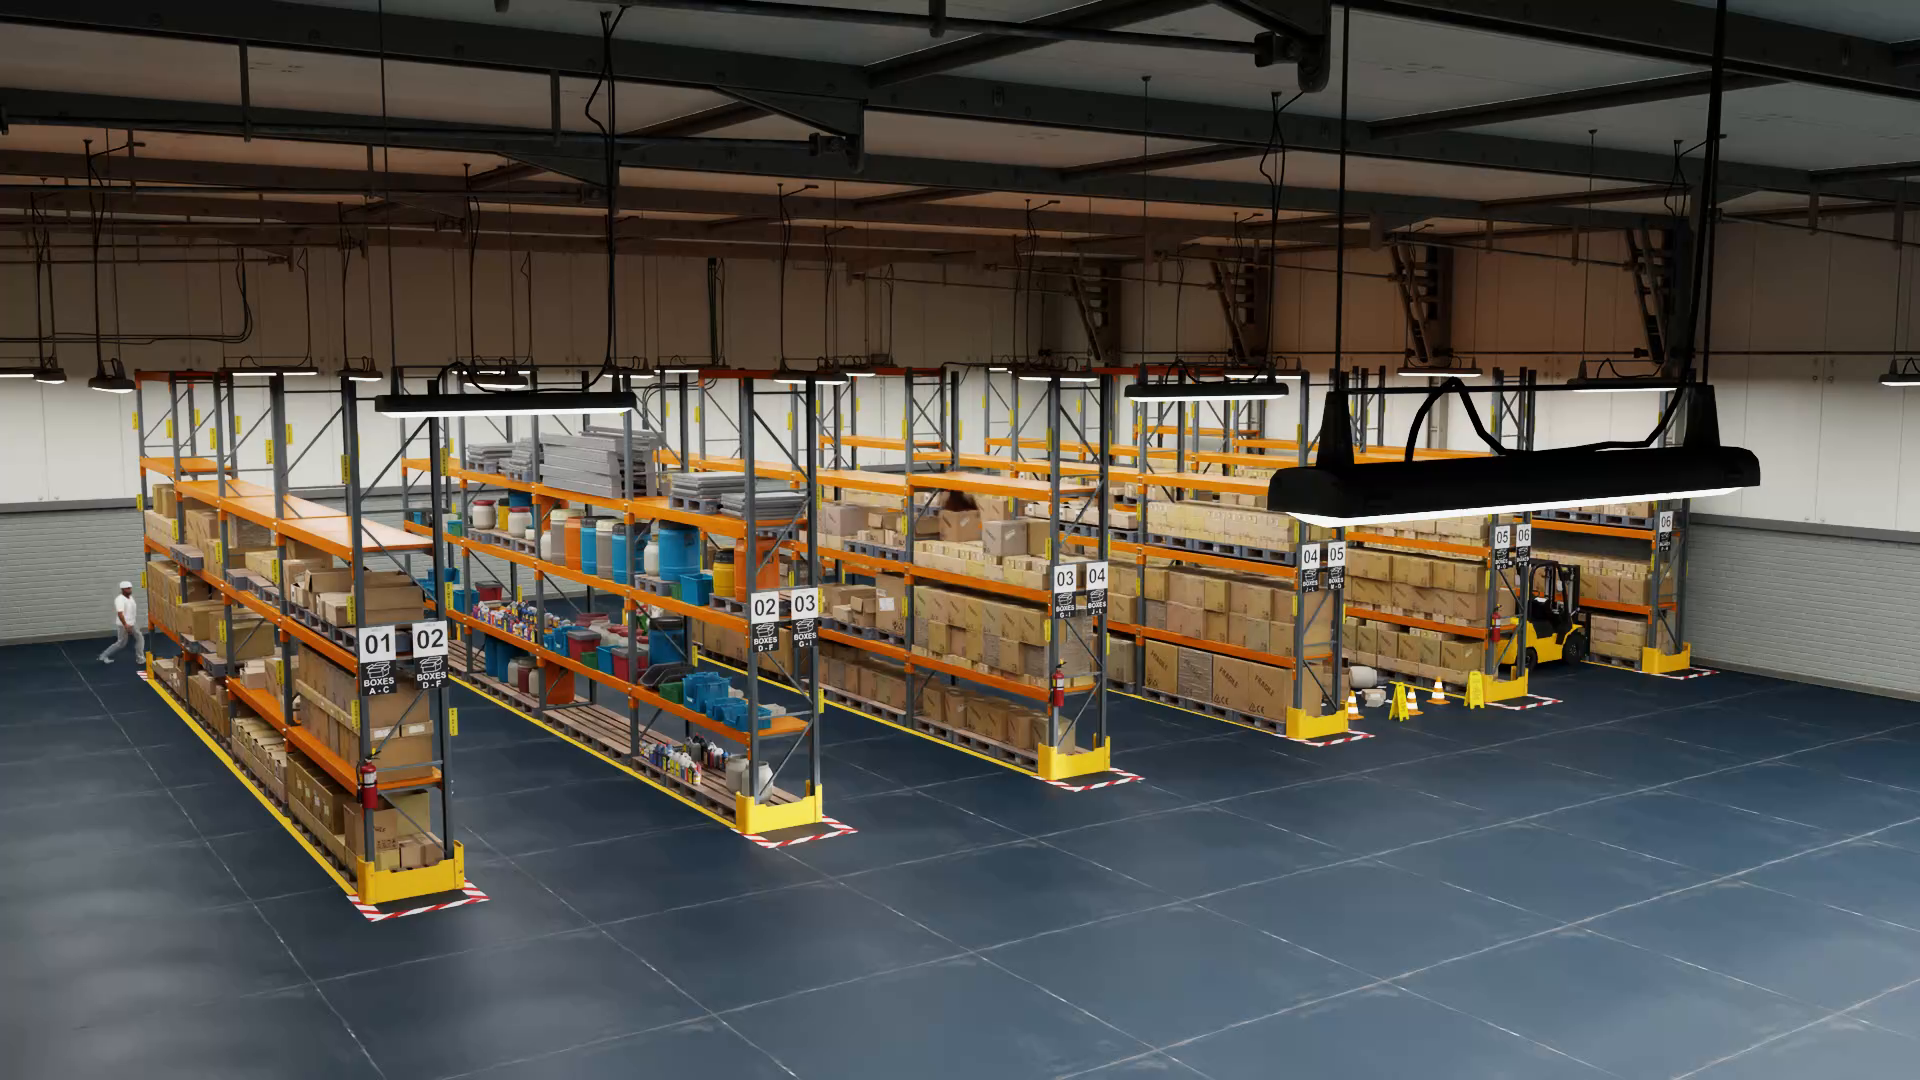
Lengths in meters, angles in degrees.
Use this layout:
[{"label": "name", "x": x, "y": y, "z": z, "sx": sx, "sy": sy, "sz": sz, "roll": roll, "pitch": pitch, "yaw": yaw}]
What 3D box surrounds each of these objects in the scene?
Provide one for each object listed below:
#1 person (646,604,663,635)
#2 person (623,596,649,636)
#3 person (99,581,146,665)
[{"label": "person", "x": -6.051, "y": 1.739, "z": 33.324, "sx": 0.490, "sy": 1.705, "sz": 0.505, "roll": -3, "pitch": 7, "yaw": -22}, {"label": "person", "x": -6.665, "y": 1.563, "z": 34.387, "sx": 0.548, "sy": 1.730, "sz": 0.987, "roll": -2, "pitch": 7, "yaw": -17}, {"label": "person", "x": -16.893, "y": 1.688, "z": 33.626, "sx": 0.982, "sy": 1.721, "sz": 0.651, "roll": -1, "pitch": 7, "yaw": -9}]
